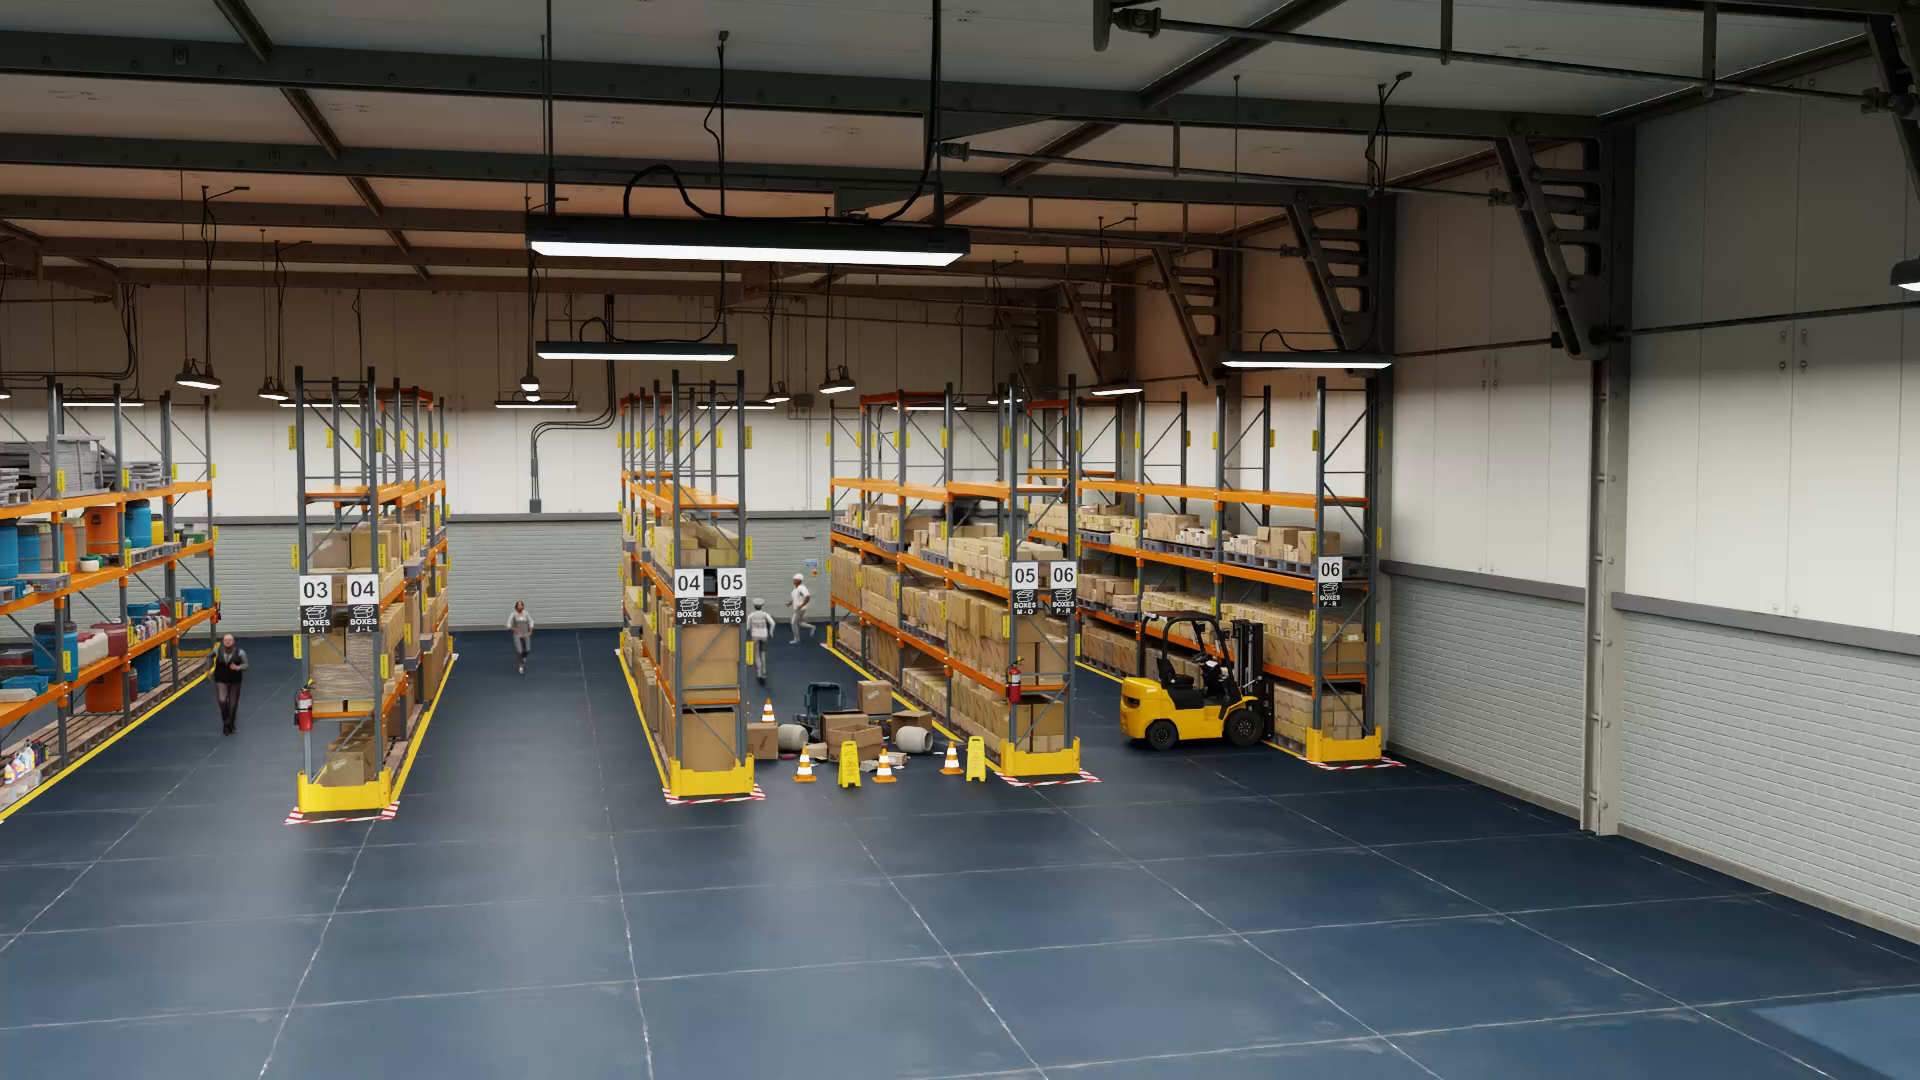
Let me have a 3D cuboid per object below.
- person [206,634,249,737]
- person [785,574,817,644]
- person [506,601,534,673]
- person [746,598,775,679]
[{"bbox_3d":[-12.461,2.460,28.307,0.681,1.724,0.821,-1,4,-21],"label":"person"},{"bbox_3d":[-3.878,1.693,41.102,0.747,1.722,0.688,-1,4,-21],"label":"person"},{"bbox_3d":[-9.478,2.089,35.894,0.595,1.557,0.526,-2,4,-28],"label":"person"},{"bbox_3d":[-4.187,2.091,34.693,0.580,1.750,0.737,-1,4,-20],"label":"person"}]
